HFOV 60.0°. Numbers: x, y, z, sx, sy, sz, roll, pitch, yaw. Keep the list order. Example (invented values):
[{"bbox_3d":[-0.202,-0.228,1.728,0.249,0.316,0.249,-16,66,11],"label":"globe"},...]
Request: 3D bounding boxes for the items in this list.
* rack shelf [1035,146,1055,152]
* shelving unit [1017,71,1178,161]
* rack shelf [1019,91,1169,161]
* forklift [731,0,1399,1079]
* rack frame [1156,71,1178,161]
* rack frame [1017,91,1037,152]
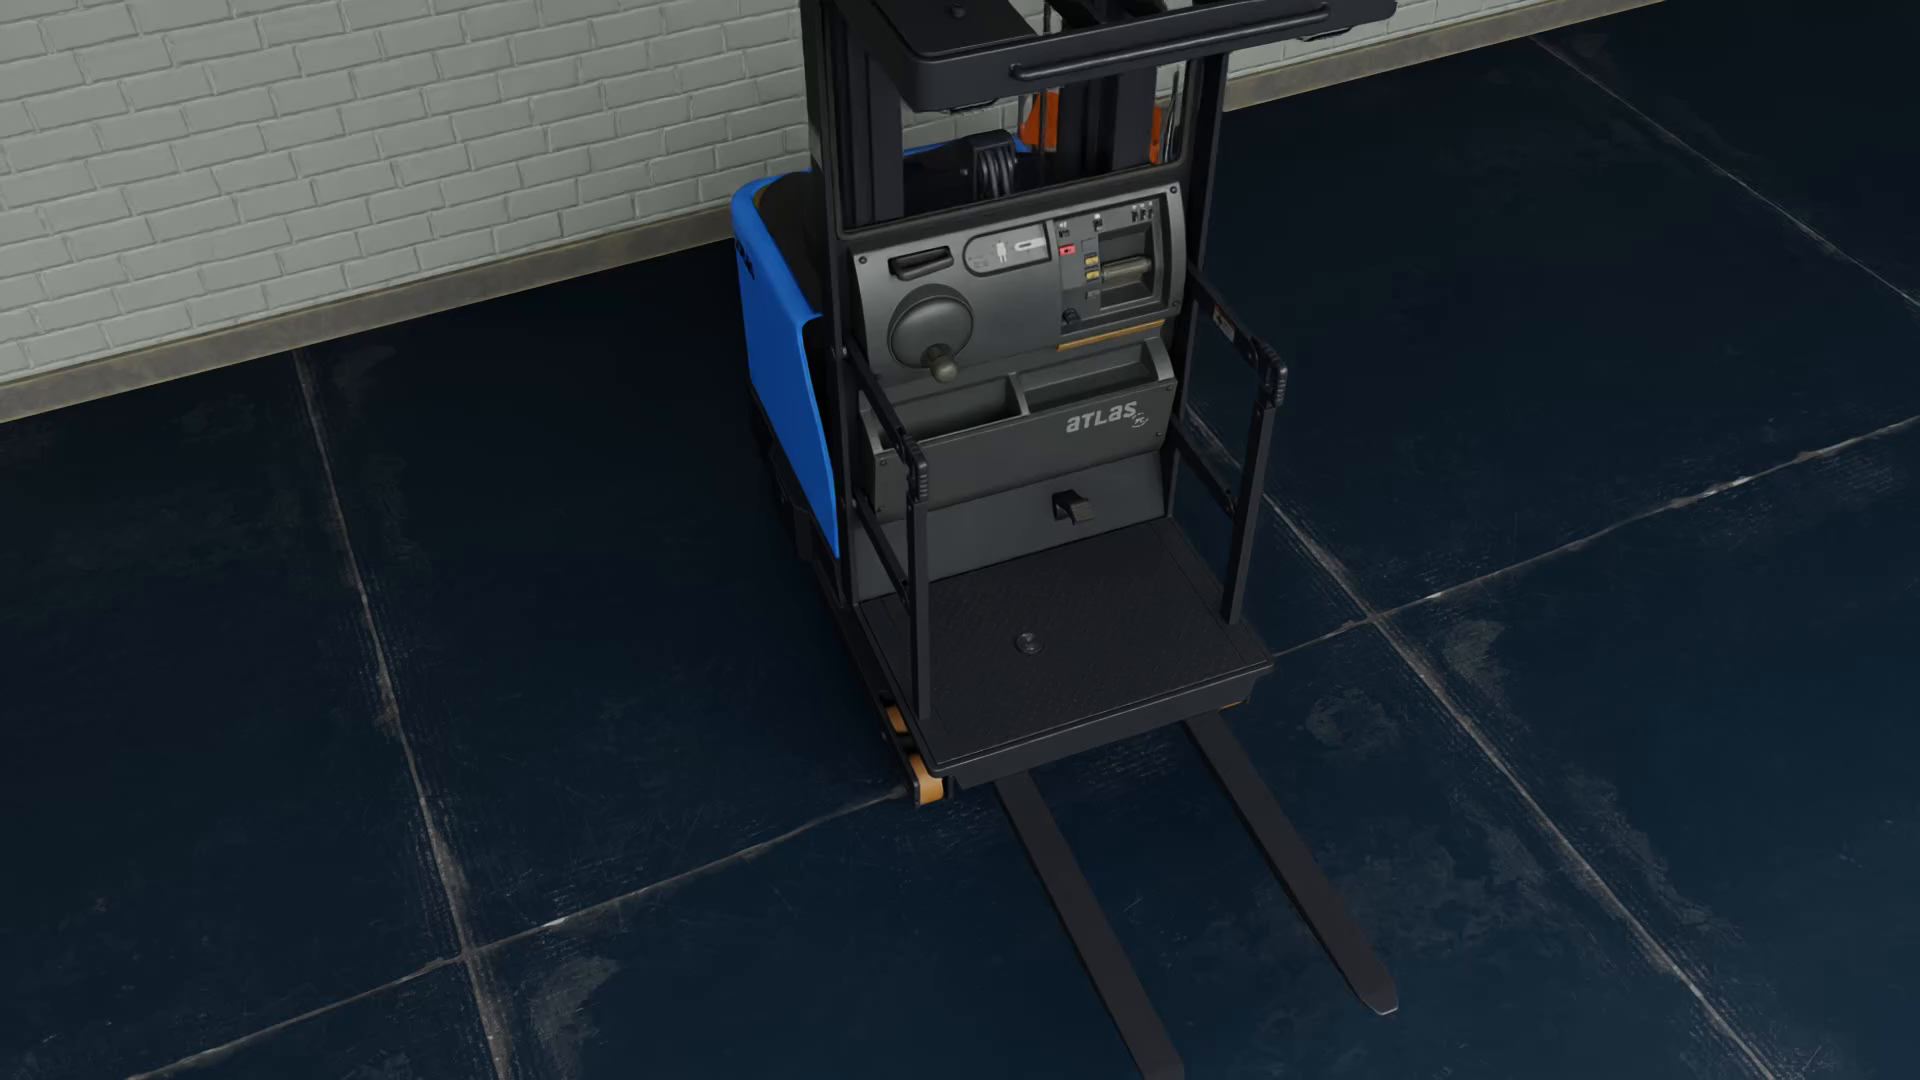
[{"bbox_3d":[0.469,-1.243,5.931,0.480,0.148,0.258,11,46,11],"label":"rack shelf"},{"bbox_3d":[0.470,-1.134,6.042,0.503,1.200,0.258,11,46,11],"label":"shelving unit"},{"bbox_3d":[0.468,-1.410,5.762,0.480,0.148,0.258,11,46,11],"label":"rack shelf"},{"bbox_3d":[0.252,-0.597,4.269,1.130,2.935,3.031,-16,47,-15],"label":"forklift"},{"bbox_3d":[0.705,-1.088,5.996,0.015,1.200,0.240,11,46,11],"label":"rack frame"},{"bbox_3d":[0.234,-1.179,6.088,0.015,1.200,0.240,11,46,11],"label":"rack frame"}]
